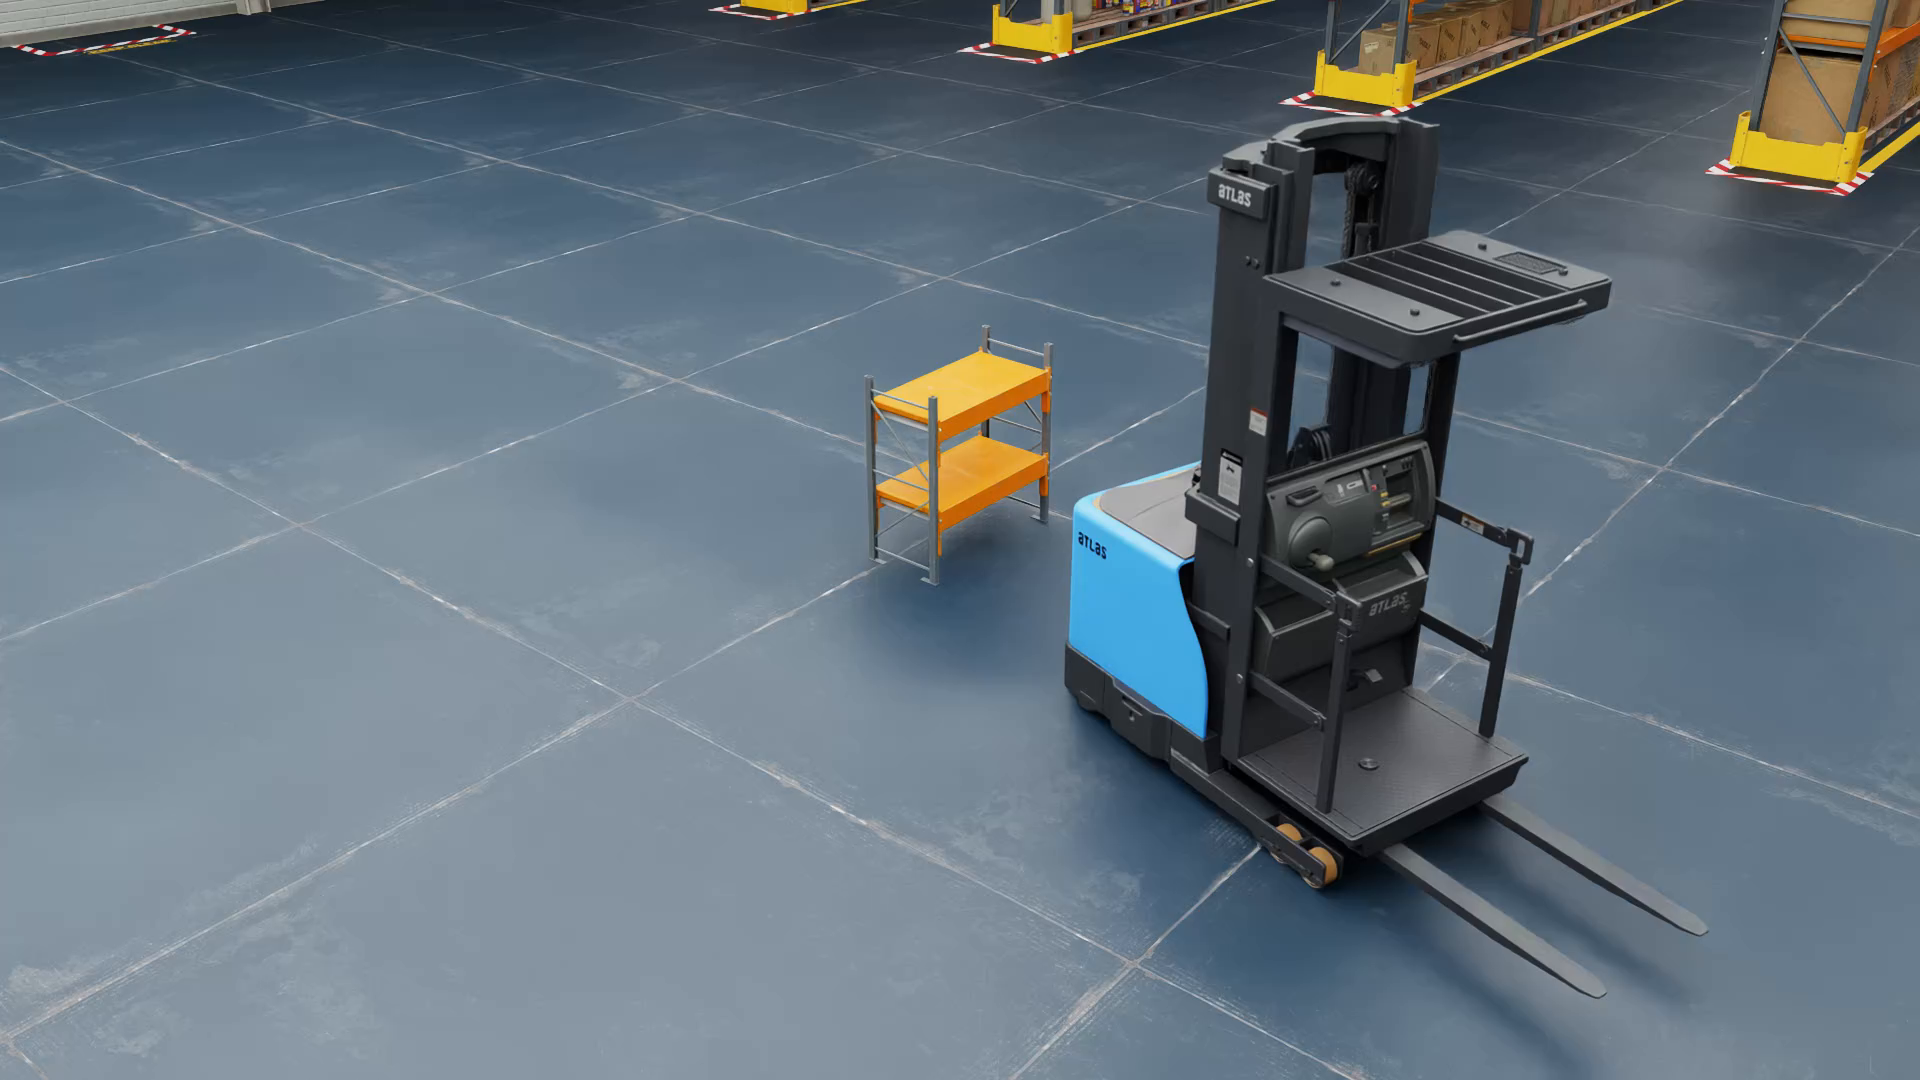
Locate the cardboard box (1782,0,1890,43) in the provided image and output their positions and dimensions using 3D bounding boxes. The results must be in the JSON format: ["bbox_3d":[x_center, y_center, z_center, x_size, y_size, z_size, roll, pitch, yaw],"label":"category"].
[{"bbox_3d":[8.761,-5.350,16.664,0.875,0.550,0.550,21,34,34],"label":"cardboard box"}]

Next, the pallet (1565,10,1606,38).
[{"bbox_3d":[8.611,-7.515,24.046,1.003,0.211,1.213,21,34,34],"label":"pallet"}]

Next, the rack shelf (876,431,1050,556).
[{"bbox_3d":[0.004,-0.285,9.609,0.538,0.278,1.000,21,34,34],"label":"rack shelf"}]

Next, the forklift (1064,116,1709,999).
[{"bbox_3d":[1.753,-0.101,6.755,1.130,2.935,3.031,-17,32,-30],"label":"forklift"}]

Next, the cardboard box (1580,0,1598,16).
[{"bbox_3d":[8.776,-7.899,23.996,0.700,0.500,0.500,24,36,38],"label":"cardboard box"}]

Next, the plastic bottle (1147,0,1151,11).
[{"bbox_3d":[2.713,-7.768,24.068,0.097,0.201,0.097,0,27,0],"label":"plastic bottle"}]

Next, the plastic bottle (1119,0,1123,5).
[{"bbox_3d":[2.425,-8.058,24.548,0.152,0.276,0.135,21,34,34],"label":"plastic bottle"}]

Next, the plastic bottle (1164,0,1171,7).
[{"bbox_3d":[3.004,-8.013,24.380,0.144,0.351,0.185,21,34,34],"label":"plastic bottle"}]

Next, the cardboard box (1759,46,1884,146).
[{"bbox_3d":[8.940,-4.641,17.312,0.875,0.875,0.875,21,34,35],"label":"cardboard box"}]

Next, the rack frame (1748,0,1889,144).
[{"bbox_3d":[8.560,-5.139,16.418,1.000,3.000,0.127,21,34,34],"label":"rack frame"}]

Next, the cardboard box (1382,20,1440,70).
[{"bbox_3d":[5.560,-6.139,20.615,0.500,0.500,0.500,-18,32,-31],"label":"cardboard box"}]

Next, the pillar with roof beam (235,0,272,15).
[{"bbox_3d":[-7.387,-10.747,20.731,9.100,9.000,0.400,21,34,34],"label":"pillar with roof beam"}]

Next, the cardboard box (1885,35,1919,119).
[{"bbox_3d":[10.079,-5.276,18.540,0.875,0.875,0.875,21,34,35],"label":"cardboard box"}]

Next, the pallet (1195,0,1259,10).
[{"bbox_3d":[3.988,-8.541,26.030,1.003,0.211,1.213,21,34,34],"label":"pallet"}]

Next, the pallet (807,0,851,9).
[{"bbox_3d":[-2.391,-8.565,26.077,1.003,0.211,1.213,21,34,34],"label":"pallet"}]

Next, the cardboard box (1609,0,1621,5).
[{"bbox_3d":[9.474,-8.302,24.775,0.700,0.500,0.500,19,33,32],"label":"cardboard box"}]

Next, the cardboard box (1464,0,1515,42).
[{"bbox_3d":[7.056,-6.988,22.258,0.500,0.500,0.500,20,33,33],"label":"cardboard box"}]

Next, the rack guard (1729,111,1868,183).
[{"bbox_3d":[8.544,-4.020,16.976,1.175,0.500,0.348,21,34,34],"label":"rack guard"}]

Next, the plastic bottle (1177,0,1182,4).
[{"bbox_3d":[3.210,-8.128,24.601,0.144,0.351,0.185,19,33,32],"label":"plastic bottle"}]

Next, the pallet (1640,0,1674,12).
[{"bbox_3d":[10.445,-8.479,25.911,1.003,0.211,1.213,21,34,34],"label":"pallet"}]

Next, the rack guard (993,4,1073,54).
[{"bbox_3d":[0.987,-7.002,22.741,1.175,0.500,0.348,21,34,34],"label":"rack guard"}]

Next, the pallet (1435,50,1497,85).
[{"bbox_3d":[6.165,-6.121,21.352,1.003,0.211,1.213,21,34,34],"label":"pallet"}]

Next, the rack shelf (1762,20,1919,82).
[{"bbox_3d":[9.832,-5.528,17.954,1.077,0.370,4.000,21,34,34],"label":"rack shelf"}]

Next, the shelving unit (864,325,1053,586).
[{"bbox_3d":[0.004,-0.502,9.496,0.538,1.125,1.048,21,34,34],"label":"shelving unit"}]

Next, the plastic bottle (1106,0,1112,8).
[{"bbox_3d":[2.182,-7.904,24.331,0.097,0.201,0.097,0,27,0],"label":"plastic bottle"}]

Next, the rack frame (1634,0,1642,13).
[{"bbox_3d":[9.885,-9.460,24.773,1.000,3.000,0.127,21,34,34],"label":"rack frame"}]

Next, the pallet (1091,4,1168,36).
[{"bbox_3d":[2.284,-7.591,24.193,1.003,0.211,1.213,21,34,34],"label":"pallet"}]

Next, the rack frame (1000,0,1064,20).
[{"bbox_3d":[0.975,-8.072,22.088,1.000,3.000,0.127,21,34,34],"label":"rack frame"}]

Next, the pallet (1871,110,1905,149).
[{"bbox_3d":[9.784,-4.637,18.484,1.003,0.211,1.213,21,34,34],"label":"pallet"}]

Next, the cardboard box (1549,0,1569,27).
[{"bbox_3d":[8.066,-7.502,23.229,0.700,0.500,0.500,21,34,34],"label":"cardboard box"}]

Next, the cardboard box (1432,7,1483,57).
[{"bbox_3d":[6.363,-6.540,21.391,0.500,0.500,0.500,17,32,30],"label":"cardboard box"}]

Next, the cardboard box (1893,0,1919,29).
[{"bbox_3d":[9.547,-5.713,17.366,0.875,0.550,0.550,21,34,34],"label":"cardboard box"}]

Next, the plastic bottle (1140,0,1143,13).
[{"bbox_3d":[2.586,-7.728,23.915,0.097,0.271,0.097,0,27,0],"label":"plastic bottle"}]

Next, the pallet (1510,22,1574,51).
[{"bbox_3d":[7.835,-7.080,23.206,1.003,0.211,1.213,21,34,34],"label":"pallet"}]

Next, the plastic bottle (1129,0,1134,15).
[{"bbox_3d":[2.434,-7.612,23.767,0.097,0.201,0.097,0,27,0],"label":"plastic bottle"}]

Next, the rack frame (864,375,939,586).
[{"bbox_3d":[-0.319,-0.322,9.148,0.500,1.125,0.032,21,34,34],"label":"rack frame"}]

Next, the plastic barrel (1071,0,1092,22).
[{"bbox_3d":[1.653,-7.586,23.401,0.421,0.512,0.421,0,27,0],"label":"plastic barrel"}]

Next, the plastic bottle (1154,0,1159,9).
[{"bbox_3d":[2.844,-7.841,24.209,0.097,0.201,0.097,0,27,0],"label":"plastic bottle"}]
